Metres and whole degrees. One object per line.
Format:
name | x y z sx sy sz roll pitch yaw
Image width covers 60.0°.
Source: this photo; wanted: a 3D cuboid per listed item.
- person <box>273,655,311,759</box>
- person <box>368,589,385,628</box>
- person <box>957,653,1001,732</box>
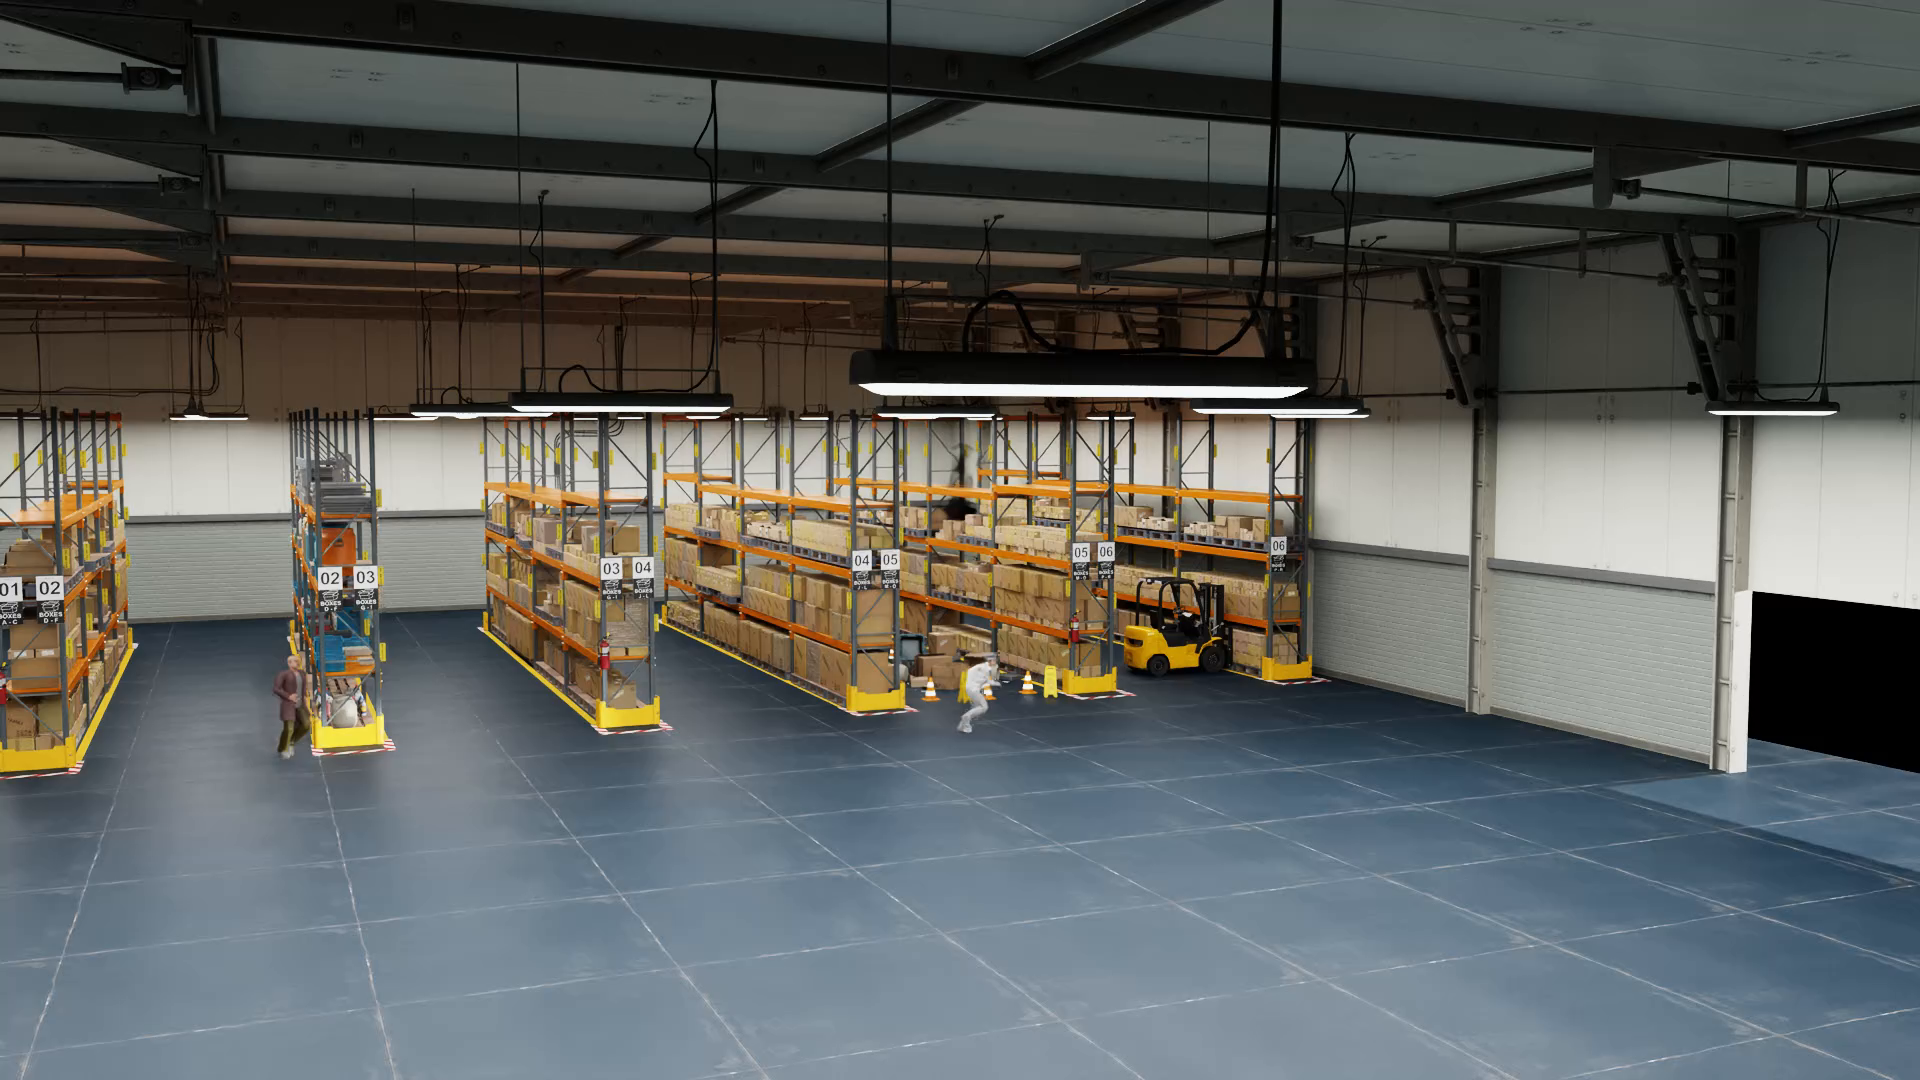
person | -11.410 2.855 28.543 0.614 1.749 0.728 3 5 32
person | -16.394 1.647 46.210 0.827 1.628 0.577 0 4 -5
person | 0.337 2.827 30.714 0.816 1.497 0.645 1 4 14
